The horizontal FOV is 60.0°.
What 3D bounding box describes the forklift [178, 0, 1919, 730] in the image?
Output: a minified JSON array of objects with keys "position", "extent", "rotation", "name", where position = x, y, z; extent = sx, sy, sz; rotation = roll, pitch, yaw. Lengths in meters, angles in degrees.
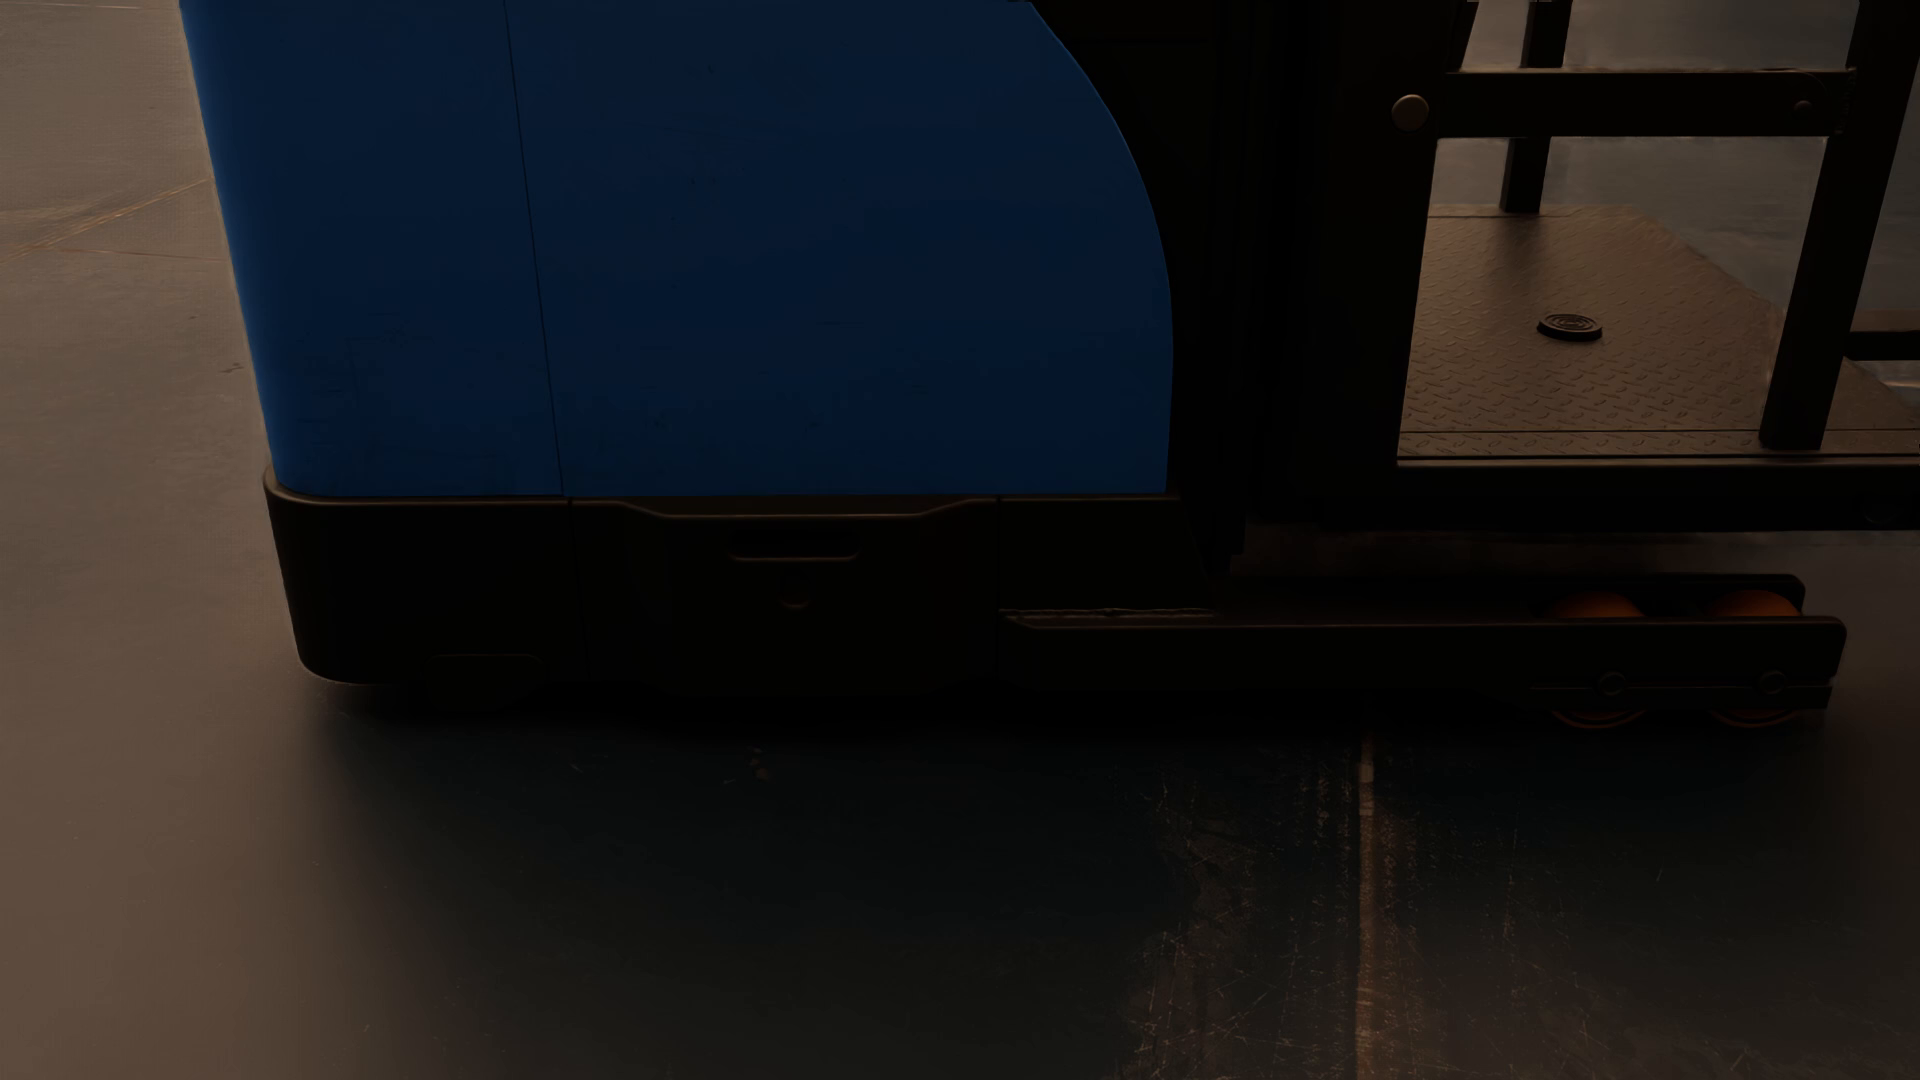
[{"position":[0.683,-1.317,1.856],"extent":[3.031,2.935,1.130],"rotation":[0,27,-1],"name":"forklift"}]
